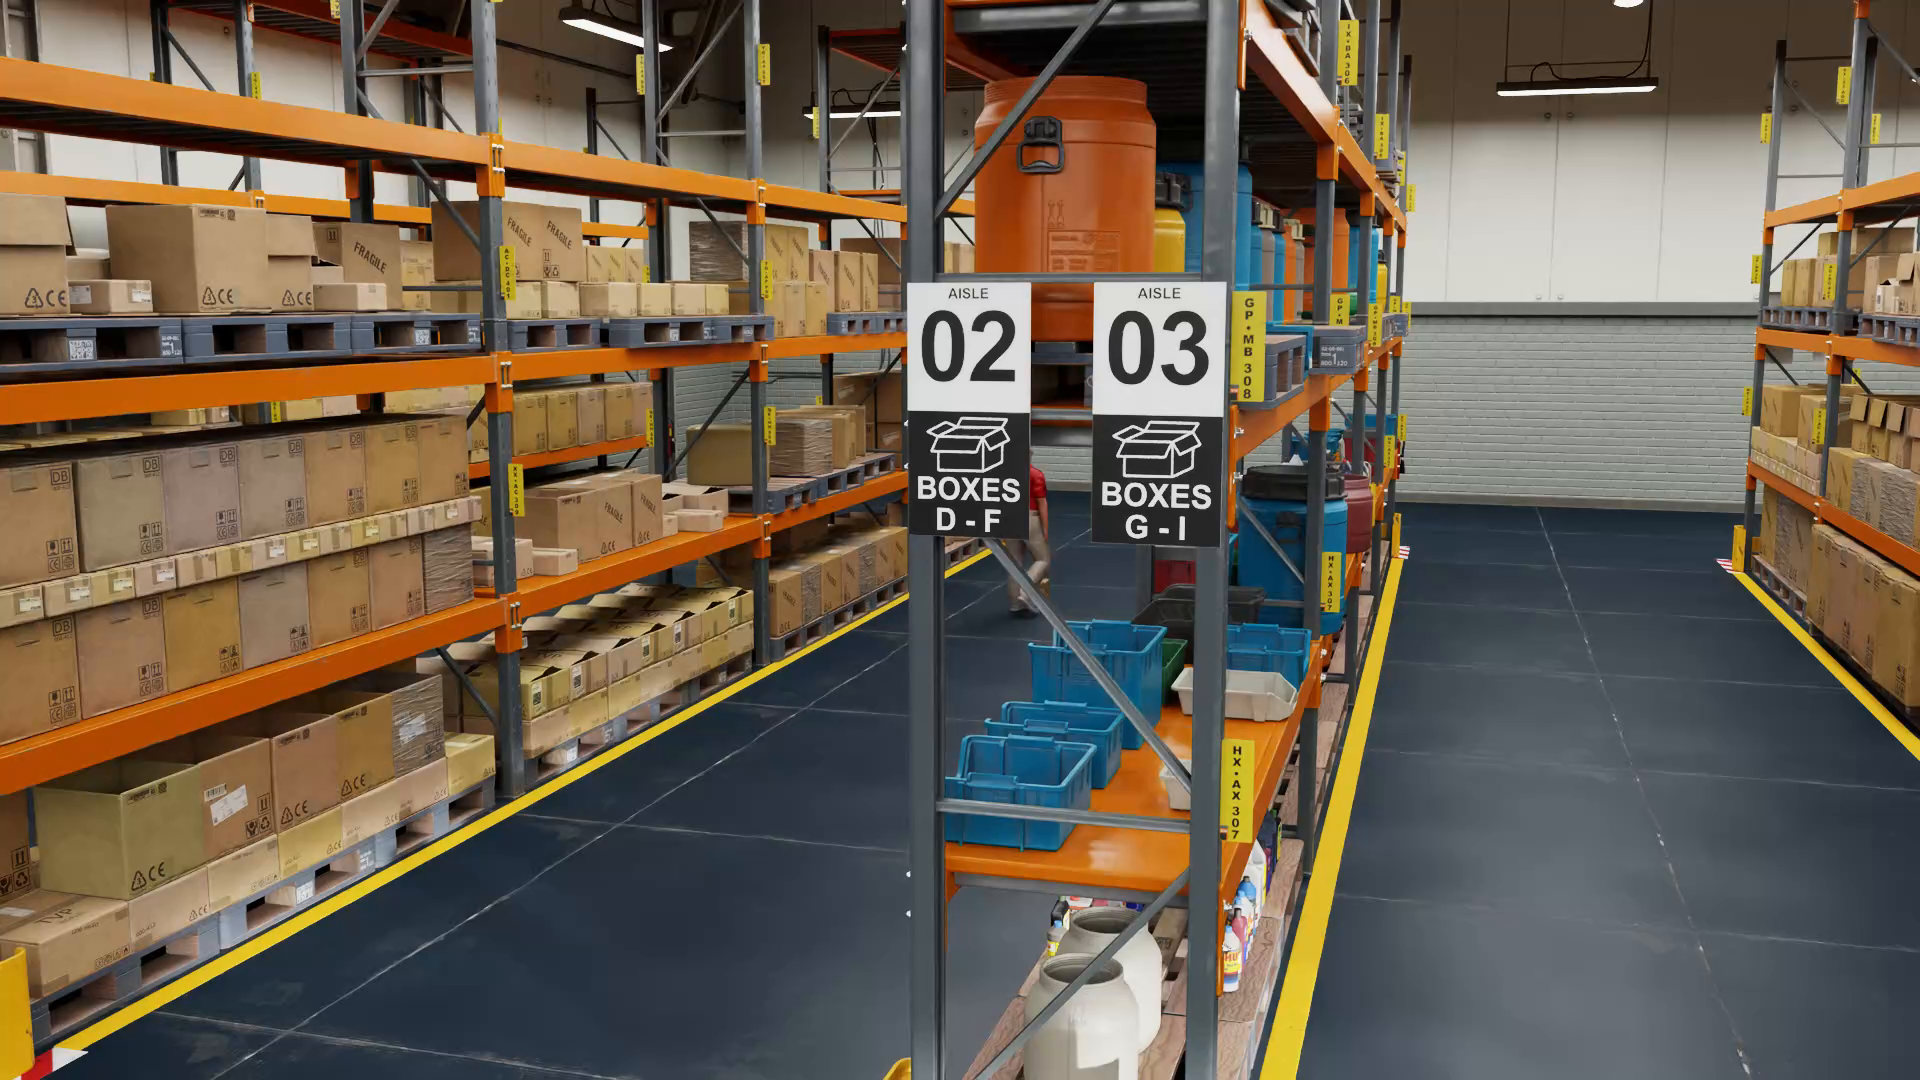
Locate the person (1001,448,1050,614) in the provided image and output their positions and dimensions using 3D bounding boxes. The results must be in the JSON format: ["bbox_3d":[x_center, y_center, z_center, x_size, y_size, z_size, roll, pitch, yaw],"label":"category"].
[{"bbox_3d":[0.626,-0.127,16.646,0.551,1.720,0.577,4,9,27],"label":"person"}]
